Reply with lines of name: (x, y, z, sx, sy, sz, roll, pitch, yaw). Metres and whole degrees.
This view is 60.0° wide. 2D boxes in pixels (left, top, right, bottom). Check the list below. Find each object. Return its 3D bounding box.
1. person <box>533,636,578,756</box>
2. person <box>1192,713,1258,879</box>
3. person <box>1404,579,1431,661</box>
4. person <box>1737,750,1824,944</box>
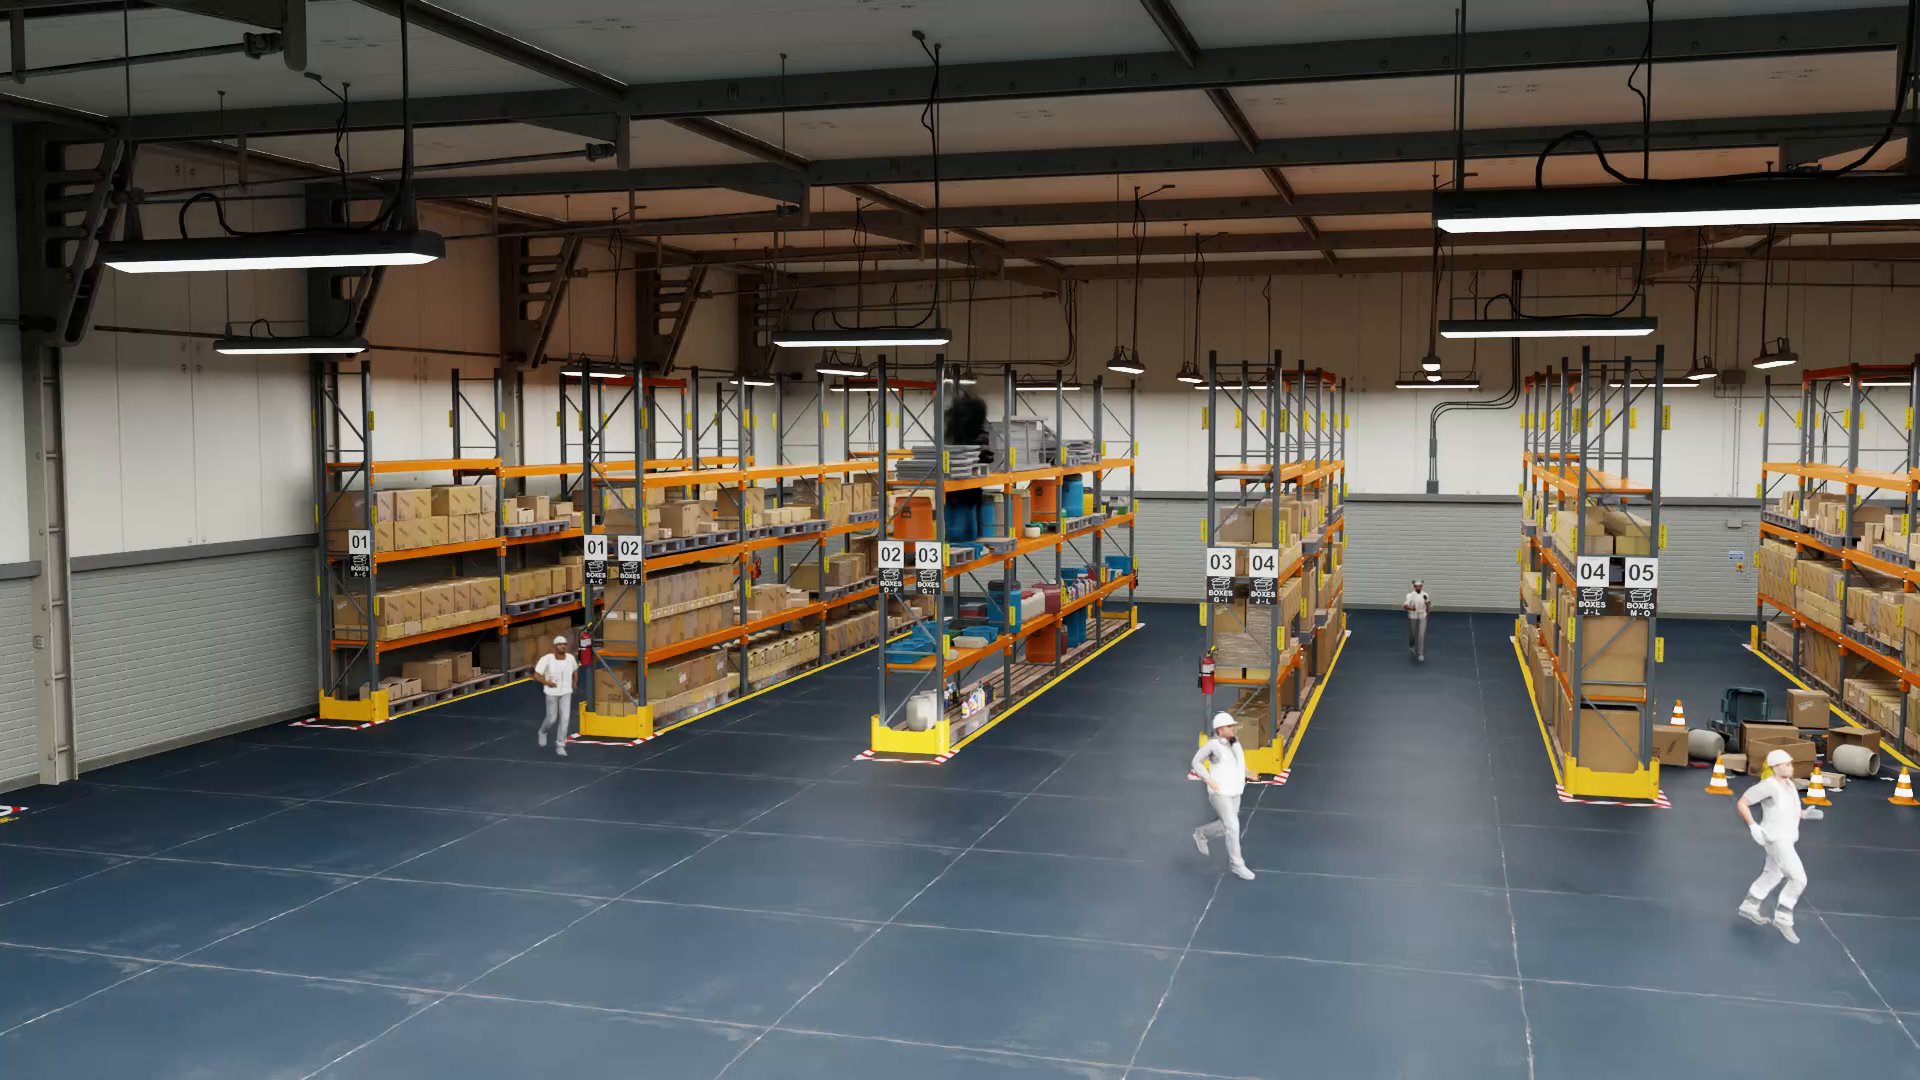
person: (-6.084, 2.338, 25.178, 0.724, 1.776, 0.804, -3, 5, -32)
person: (2.925, 2.804, 18.485, 0.663, 1.778, 0.928, -4, 6, -43)
person: (9.578, 1.641, 34.795, 0.583, 1.673, 0.957, 0, 4, 6)
person: (7.954, 2.955, 16.146, 0.641, 1.838, 0.763, -4, 6, -43)
